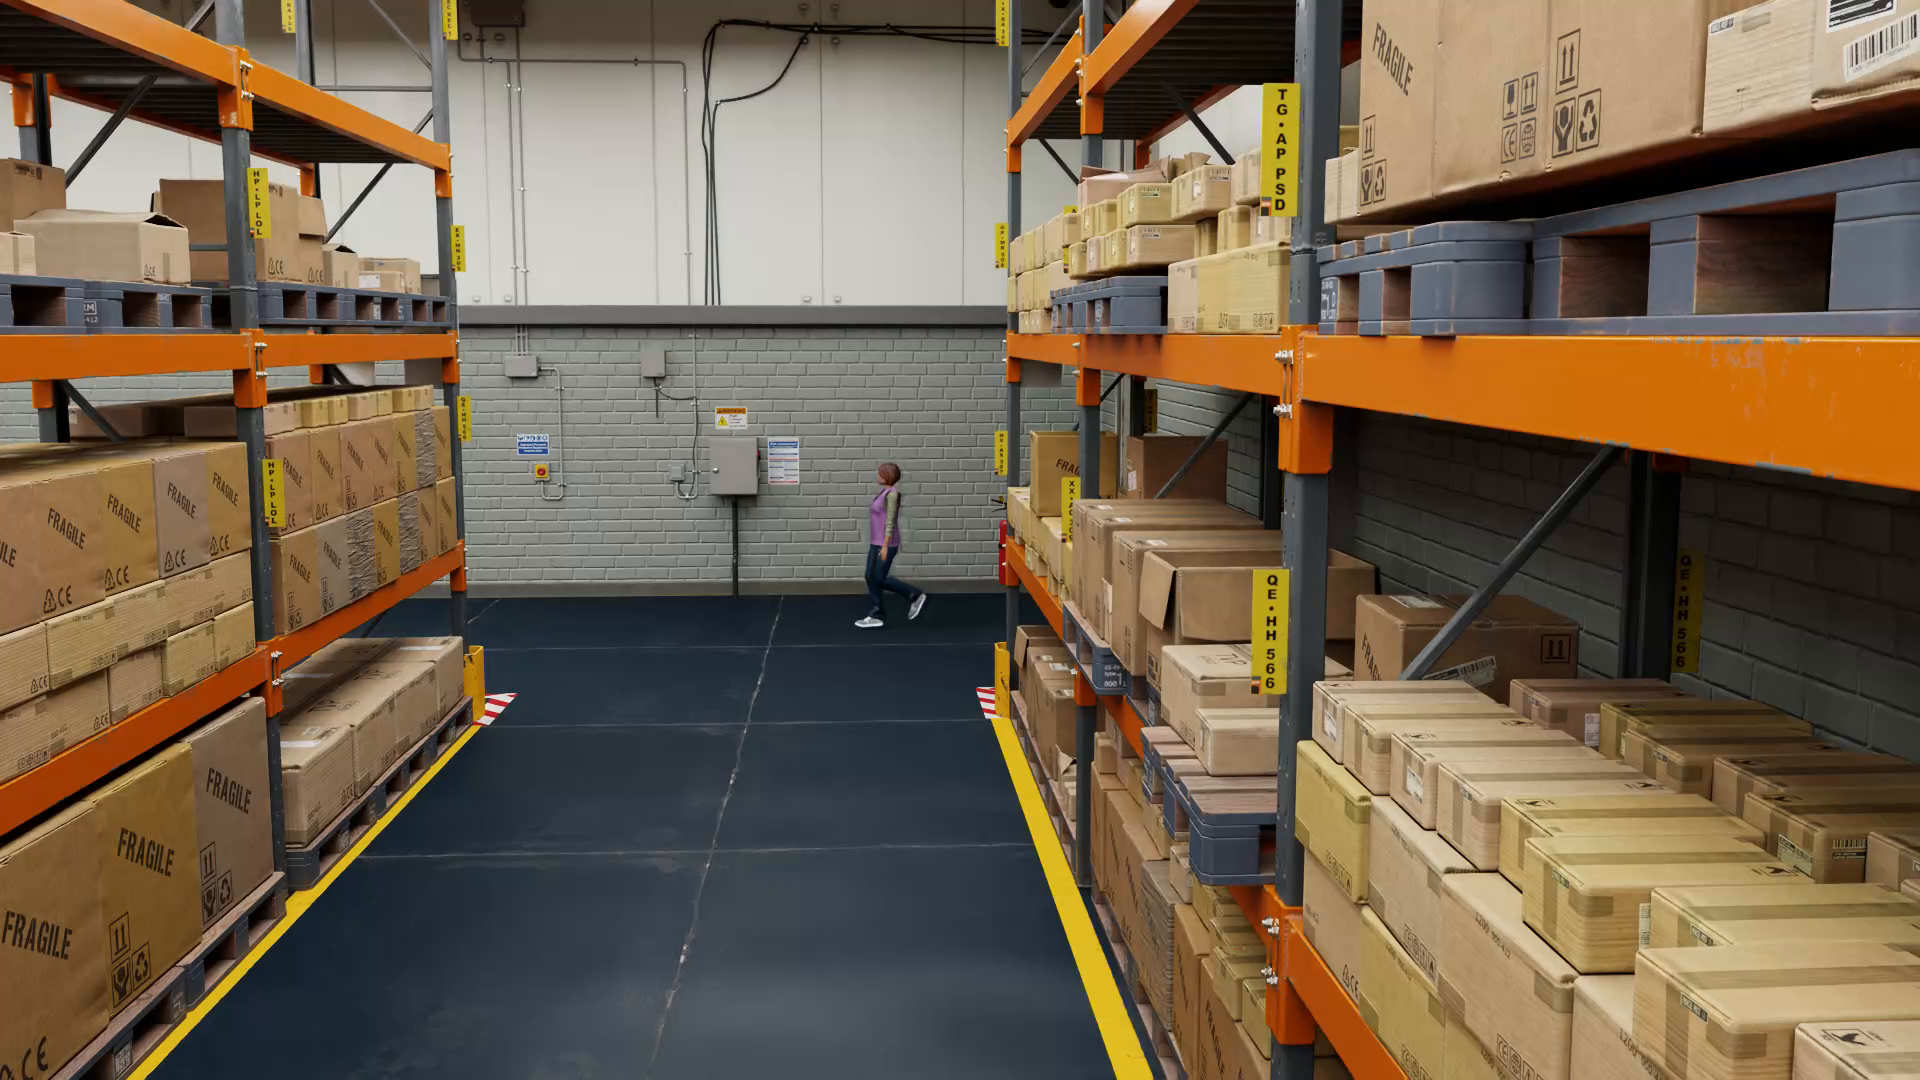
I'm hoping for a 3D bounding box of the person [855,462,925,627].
[{"bbox_3d":[-0.671,0.045,15.802,0.657,1.575,0.409,-2,7,-17],"label":"person"}]
